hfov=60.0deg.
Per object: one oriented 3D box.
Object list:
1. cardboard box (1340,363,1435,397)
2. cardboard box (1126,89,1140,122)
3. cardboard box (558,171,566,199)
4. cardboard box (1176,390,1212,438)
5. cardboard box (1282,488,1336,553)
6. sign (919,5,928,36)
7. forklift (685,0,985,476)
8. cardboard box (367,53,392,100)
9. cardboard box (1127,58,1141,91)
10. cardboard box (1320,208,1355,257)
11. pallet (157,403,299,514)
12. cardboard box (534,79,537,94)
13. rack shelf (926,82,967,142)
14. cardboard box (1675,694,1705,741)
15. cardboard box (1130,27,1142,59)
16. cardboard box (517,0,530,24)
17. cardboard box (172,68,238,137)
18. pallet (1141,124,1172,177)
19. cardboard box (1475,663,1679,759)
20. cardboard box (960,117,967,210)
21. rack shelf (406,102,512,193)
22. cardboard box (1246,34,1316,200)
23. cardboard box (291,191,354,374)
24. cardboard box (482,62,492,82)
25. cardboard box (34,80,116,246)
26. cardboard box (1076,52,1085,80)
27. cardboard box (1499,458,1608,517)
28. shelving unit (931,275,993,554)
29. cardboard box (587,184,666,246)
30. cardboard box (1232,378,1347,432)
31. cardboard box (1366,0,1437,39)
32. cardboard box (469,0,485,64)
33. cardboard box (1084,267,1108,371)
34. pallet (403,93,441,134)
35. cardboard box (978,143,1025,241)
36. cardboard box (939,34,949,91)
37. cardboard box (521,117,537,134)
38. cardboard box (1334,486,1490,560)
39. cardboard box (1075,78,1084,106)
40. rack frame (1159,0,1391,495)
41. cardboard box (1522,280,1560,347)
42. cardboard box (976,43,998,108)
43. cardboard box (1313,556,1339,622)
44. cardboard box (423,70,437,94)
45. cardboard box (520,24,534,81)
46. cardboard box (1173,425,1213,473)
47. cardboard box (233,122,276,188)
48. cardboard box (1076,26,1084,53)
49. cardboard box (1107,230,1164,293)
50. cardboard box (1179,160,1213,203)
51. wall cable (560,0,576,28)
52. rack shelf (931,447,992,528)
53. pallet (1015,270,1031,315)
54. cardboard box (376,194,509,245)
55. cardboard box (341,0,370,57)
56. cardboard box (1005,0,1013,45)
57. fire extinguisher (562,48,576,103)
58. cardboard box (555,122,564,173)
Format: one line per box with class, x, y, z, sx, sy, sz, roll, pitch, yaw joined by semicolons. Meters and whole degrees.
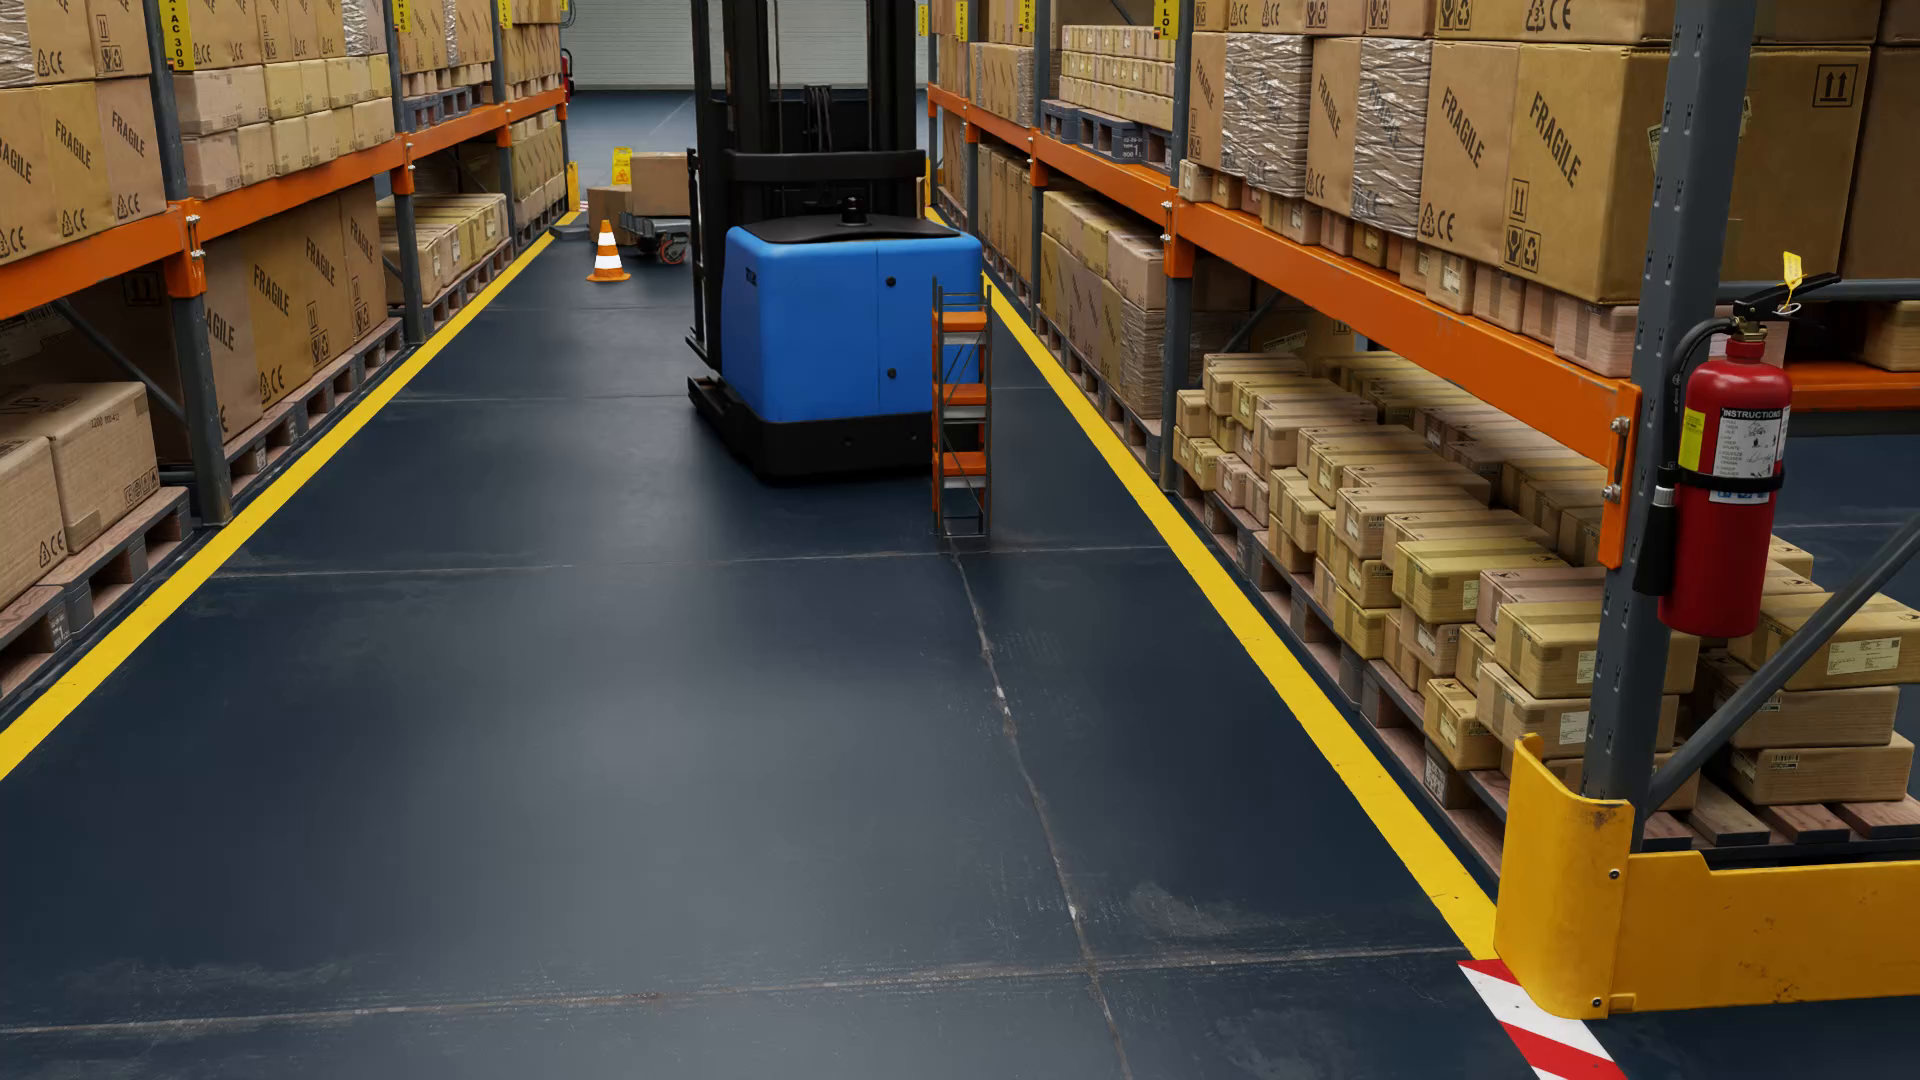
cardboard box;1.752;-0.615;6.692;0.380;0.149;0.250;-2;17;-5
cardboard box;1.042;-2.165;8.284;0.380;0.149;0.250;-3;18;-8
cardboard box;-4.407;-3.704;17.358;0.500;0.250;0.500;-2;18;-6
cardboard box;1.110;-0.528;6.912;0.380;0.149;0.250;-1;17;-3
cardboard box;1.279;-0.069;5.451;0.380;0.149;0.250;-2;18;-5
sign;-0.400;-5.674;18.165;0.100;0.325;0.005;-2;18;-6
forklift;-0.828;-2.085;8.424;1.130;2.935;3.031;-6;18;-17
cardboard box;-3.632;-2.703;9.694;0.500;0.250;0.500;-2;18;-6
cardboard box;1.044;-2.310;8.248;0.380;0.149;0.250;-3;18;-8
cardboard box;1.352;-0.980;5.210;0.380;0.149;0.250;-1;17;-4
pallet;-3.677;-0.378;7.527;1.003;0.211;1.213;-2;18;-6
cardboard box;-4.238;-4.303;15.796;0.380;0.149;0.250;-2;18;-6
rack shelf;0.359;-4.300;16.566;1.077;0.370;4.000;-2;18;-6
cardboard box;1.959;0.447;4.305;0.380;0.149;0.250;-2;18;-6
cardboard box;1.053;-2.450;8.198;0.380;0.149;0.250;-2;18;-7
cardboard box;-4.208;-4.821;14.693;0.700;0.500;0.500;-2;18;-5
cardboard box;-3.287;-1.787;6.778;0.500;0.250;0.500;-2;18;-7
pallet;1.456;-1.804;7.736;1.003;0.211;1.213;-2;18;-6
cardboard box;1.465;0.398;3.964;0.380;0.149;0.250;-2;18;-7
cardboard box;0.473;-3.692;16.274;0.875;0.875;0.875;-2;18;-5
rack shelf;-4.141;-2.925;12.187;1.077;0.370;4.000;-2;18;-6
cardboard box;1.265;-1.399;5.463;0.500;0.500;0.500;-2;18;-7
cardboard box;-3.859;-1.385;8.926;0.875;0.875;0.875;-2;17;-5
cardboard box;-4.020;-3.800;13.490;0.380;0.149;0.250;-2;17;-5
cardboard box;-3.162;-1.245;5.467;0.500;0.500;0.500;-2;18;-7
cardboard box;0.889;-2.767;9.705;0.380;0.149;0.250;-2;18;-7
cardboard box;1.932;-0.154;5.224;0.380;0.149;0.250;-2;17;-5
shelving unit;0.006;-0.485;6.469;0.215;1.050;0.252;-2;18;-6
cardboard box;-3.105;-3.034;15.502;0.500;0.500;0.500;11;21;32
cardboard box;1.265;-0.521;6.393;0.380;0.149;0.250;-2;18;-6
cardboard box;1.394;-1.573;4.346;0.500;0.500;0.500;-1;17;-3
cardboard box;-4.019;-3.976;12.968;0.500;0.500;0.500;-2;18;-5
cardboard box;0.963;-1.190;8.931;0.500;0.500;0.500;-2;18;-7
pallet;-4.115;-2.790;10.875;1.213;0.211;1.003;-2;18;-6
cardboard box;0.719;-2.992;14.254;1.050;0.750;0.750;-2;18;-6
cardboard box;0.248;-4.867;16.922;0.875;0.550;0.550;-2;18;-6
cardboard box;-4.179;-3.876;15.570;0.380;0.149;0.250;-1;17;-2
cardboard box;1.328;-0.053;4.903;0.380;0.149;0.250;-1;17;-4
cardboard box;0.879;-2.636;9.783;0.380;0.149;0.250;-1;17;-3
rack frame;1.391;-1.663;6.968;1.000;3.000;0.127;-2;18;-6
cardboard box;1.500;-0.516;3.731;0.380;0.149;0.250;-2;18;-6
cardboard box;0.405;-3.779;13.540;0.500;0.500;0.500;-2;18;-5
cardboard box;1.337;0.154;5.238;0.380;0.149;0.250;-1;17;-5
cardboard box;-3.770;-3.106;11.281;0.380;0.149;0.250;-2;18;-5
cardboard box;-4.230;-4.492;15.314;0.500;0.500;0.500;-2;18;-6
cardboard box;1.109;-0.385;6.955;0.380;0.149;0.250;-3;18;-8
cardboard box;-3.360;-1.702;7.342;0.500;0.250;0.500;-2;18;-7
cardboard box;0.884;-2.923;9.704;0.380;0.149;0.250;-2;18;-6
cardboard box;1.023;-1.397;8.338;0.500;0.250;0.500;-1;17;-3
cardboard box;1.094;-1.449;6.704;0.380;0.149;0.250;-1;17;-4
wall cable;-12.605;-15.903;47.494;3.097;2.526;0.112;-2;18;-6
rack shelf;0.006;-0.210;6.555;0.215;0.259;0.240;-2;18;-6
pallet;0.972;-1.762;11.937;1.003;0.211;1.213;-2;18;-6
cardboard box;-4.291;-2.654;13.810;0.950;0.372;0.625;-2;17;-5
cardboard box;-3.561;-2.898;9.065;0.500;0.500;0.500;-1;17;-5
cardboard box;0.729;-4.120;12.957;0.700;0.500;0.500;-2;18;-5
fire extinguisher;-4.314;-5.067;17.938;0.296;0.674;0.183;-2;18;-6
cardboard box;-4.418;-4.071;17.275;0.500;0.500;0.500;-2;18;-5
